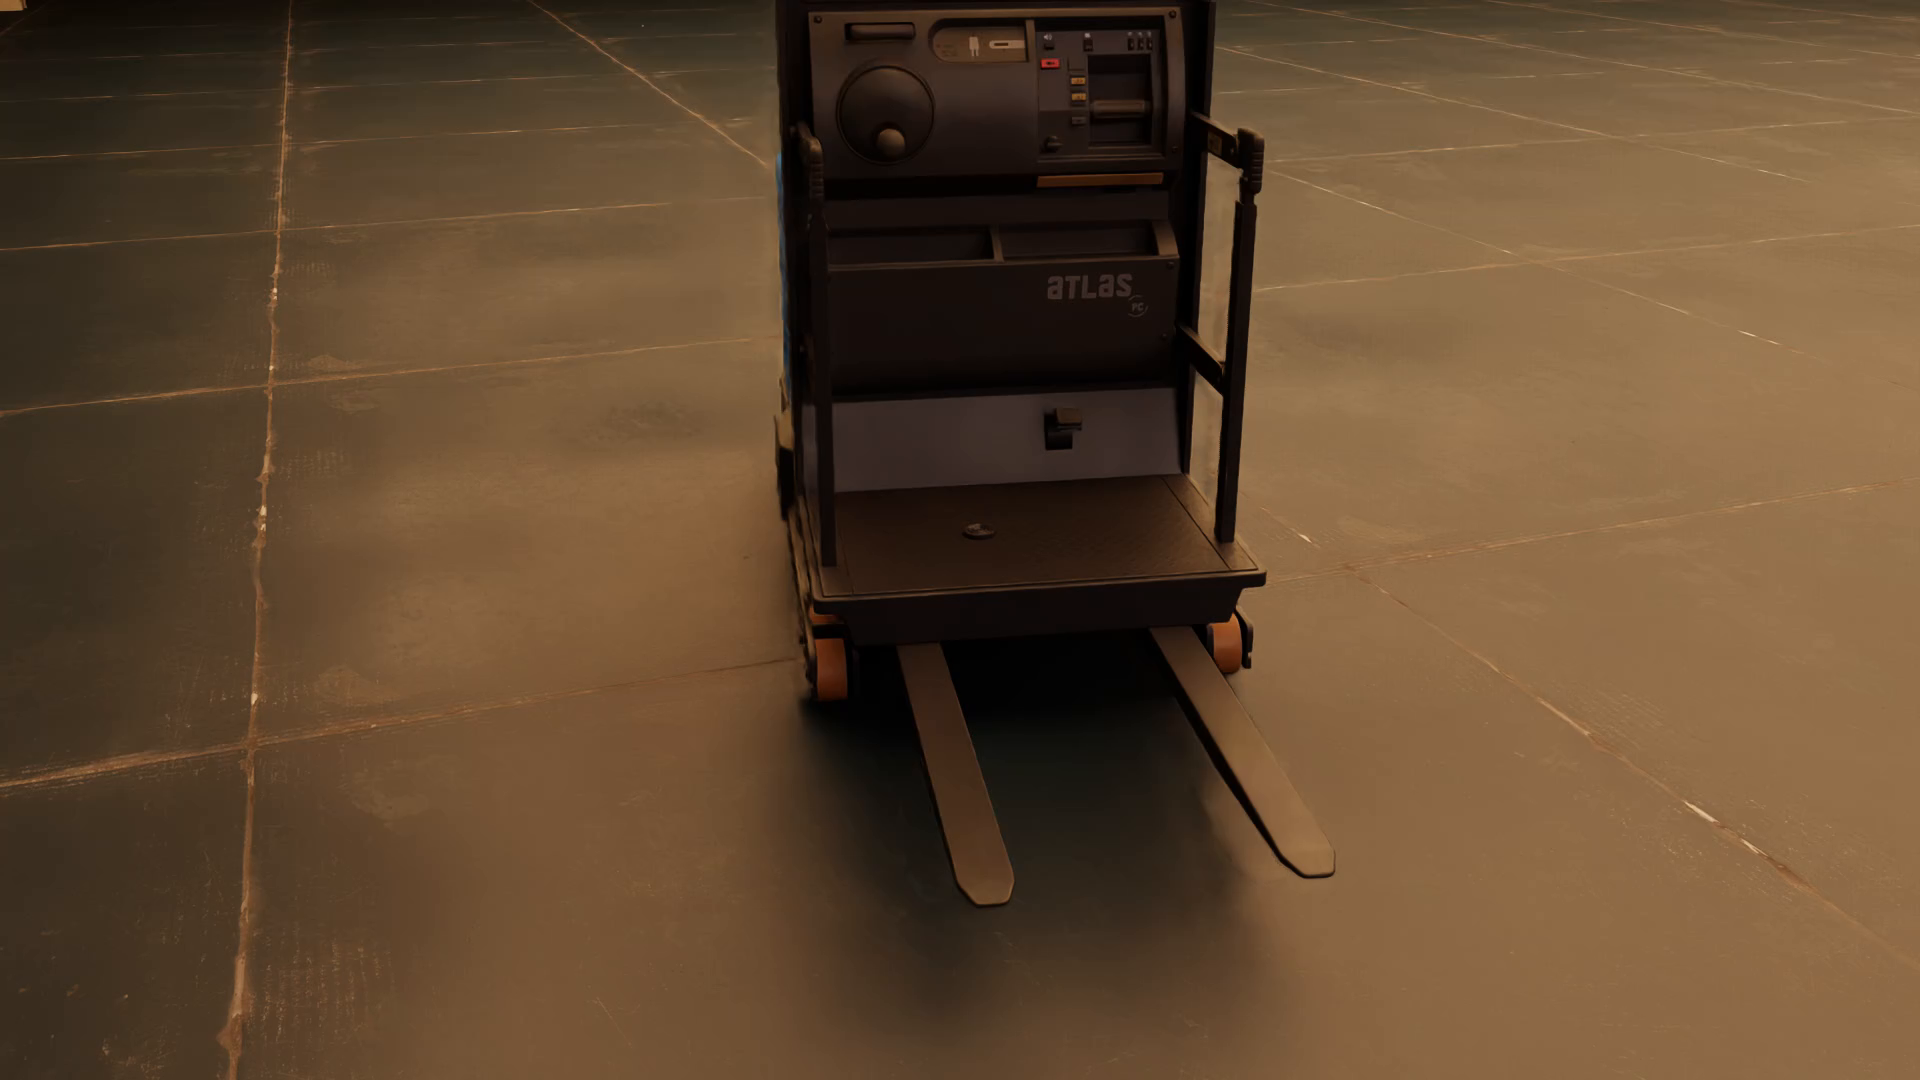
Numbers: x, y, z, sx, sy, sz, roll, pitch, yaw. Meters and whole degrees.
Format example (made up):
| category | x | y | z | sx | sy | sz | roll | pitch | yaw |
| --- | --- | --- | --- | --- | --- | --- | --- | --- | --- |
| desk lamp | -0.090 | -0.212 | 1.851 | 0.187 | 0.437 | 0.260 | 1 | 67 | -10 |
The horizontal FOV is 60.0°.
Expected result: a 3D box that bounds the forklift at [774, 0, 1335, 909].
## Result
| category | x | y | z | sx | sy | sz | roll | pitch | yaw |
| --- | --- | --- | --- | --- | --- | --- | --- | --- | --- |
| forklift | 0.130 | -1.094 | 3.900 | 1.130 | 2.935 | 3.031 | -3 | 23 | -8 |
